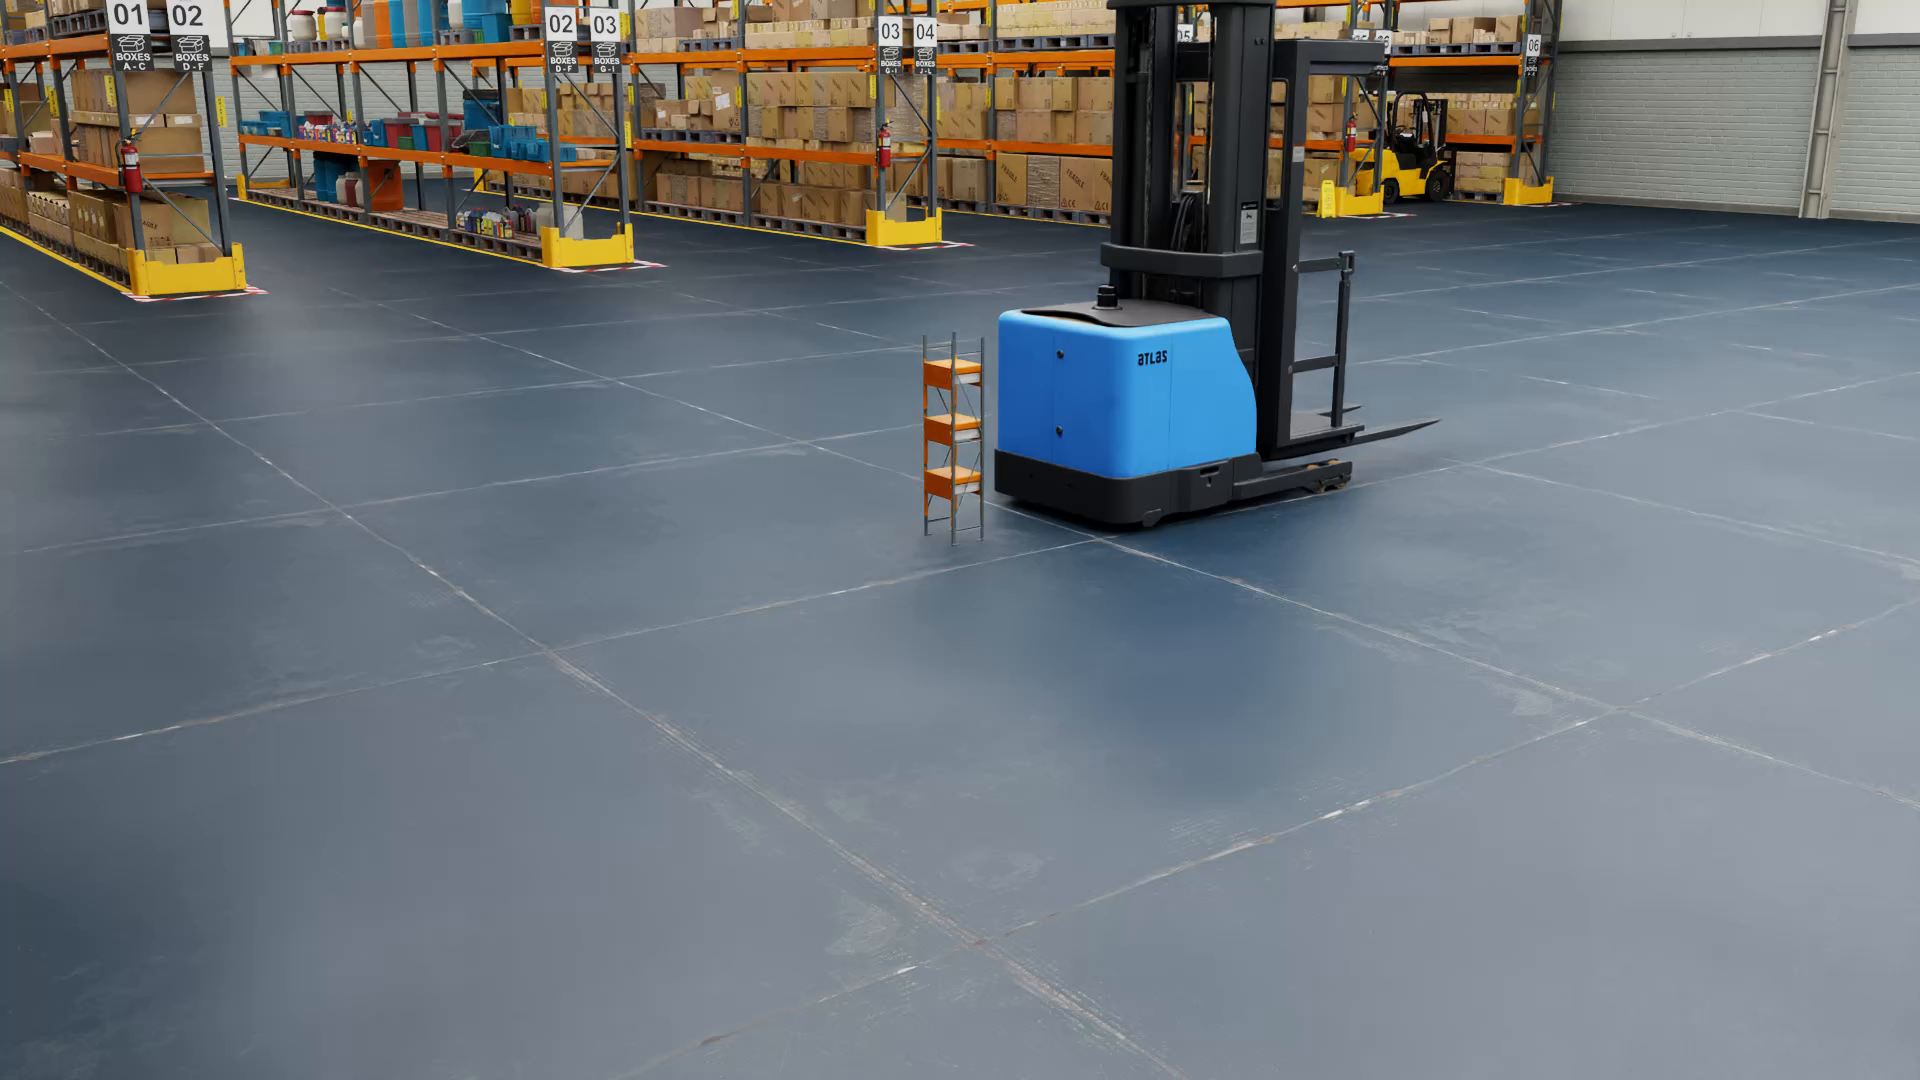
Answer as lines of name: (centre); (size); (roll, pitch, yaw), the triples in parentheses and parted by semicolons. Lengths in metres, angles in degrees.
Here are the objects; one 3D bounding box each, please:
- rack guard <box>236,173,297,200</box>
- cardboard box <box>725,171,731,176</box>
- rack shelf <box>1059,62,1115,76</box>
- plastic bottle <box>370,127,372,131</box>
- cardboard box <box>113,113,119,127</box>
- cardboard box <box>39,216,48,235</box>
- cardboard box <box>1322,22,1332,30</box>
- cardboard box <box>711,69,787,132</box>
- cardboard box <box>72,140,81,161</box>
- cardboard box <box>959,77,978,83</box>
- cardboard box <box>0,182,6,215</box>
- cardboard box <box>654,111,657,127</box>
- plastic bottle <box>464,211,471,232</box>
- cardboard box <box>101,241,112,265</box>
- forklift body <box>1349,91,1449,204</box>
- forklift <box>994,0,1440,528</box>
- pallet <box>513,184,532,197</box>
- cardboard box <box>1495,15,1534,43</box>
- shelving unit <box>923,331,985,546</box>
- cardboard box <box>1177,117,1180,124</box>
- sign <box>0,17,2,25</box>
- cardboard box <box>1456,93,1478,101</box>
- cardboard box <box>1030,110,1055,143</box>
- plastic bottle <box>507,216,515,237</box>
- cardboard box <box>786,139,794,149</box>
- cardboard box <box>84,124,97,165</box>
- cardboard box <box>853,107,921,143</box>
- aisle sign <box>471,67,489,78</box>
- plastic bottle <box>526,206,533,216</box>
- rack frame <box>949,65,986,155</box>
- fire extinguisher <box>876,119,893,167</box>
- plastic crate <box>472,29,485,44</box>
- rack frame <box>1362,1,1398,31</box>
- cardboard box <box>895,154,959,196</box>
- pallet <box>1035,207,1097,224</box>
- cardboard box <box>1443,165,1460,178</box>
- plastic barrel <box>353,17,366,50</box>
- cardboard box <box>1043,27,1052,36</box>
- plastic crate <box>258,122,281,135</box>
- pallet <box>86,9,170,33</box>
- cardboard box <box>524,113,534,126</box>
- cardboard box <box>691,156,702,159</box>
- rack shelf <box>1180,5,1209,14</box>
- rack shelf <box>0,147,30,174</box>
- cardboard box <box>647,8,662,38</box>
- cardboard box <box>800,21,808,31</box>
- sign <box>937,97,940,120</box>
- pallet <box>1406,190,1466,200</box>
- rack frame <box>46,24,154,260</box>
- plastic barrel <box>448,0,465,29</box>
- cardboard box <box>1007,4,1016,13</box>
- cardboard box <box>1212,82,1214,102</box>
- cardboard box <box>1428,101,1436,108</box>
rack guard: (-14.217, -7.276, 34.215); (1.175, 0.500, 0.348); (-11, 19, -35)
cardboard box: (-5.145, -8.334, 37.948); (0.380, 0.149, 0.250); (-11, 19, -35)
rack shelf: (3.710, -9.750, 34.200); (1.077, 0.370, 4.000); (-11, 19, -35)
plastic bottle: (-10.297, -7.150, 29.251); (0.152, 0.276, 0.135); (-11, 19, -35)
cardboard box: (-9.478, -4.818, 19.078); (0.380, 0.149, 0.250); (-11, 19, -35)
cardboard box: (-12.820, -4.504, 23.764); (0.500, 0.250, 0.500); (-11, 19, -36)
cardboard box: (6.679, -9.167, 29.671); (0.380, 0.149, 0.250); (-10, 18, -34)
cardboard box: (-3.484, -7.369, 27.885); (1.000, 1.000, 1.000); (-11, 19, -34)
cardboard box: (-11.471, -5.175, 22.084); (0.500, 0.250, 0.500); (-9, 18, -31)
cardboard box: (0.206, -10.883, 39.345); (0.380, 0.149, 0.250); (-11, 19, -35)
cardboard box: (-15.440, -5.610, 27.293); (0.500, 0.500, 0.500); (-11, 19, -34)
cardboard box: (-5.548, -7.734, 30.961); (0.500, 0.500, 0.500); (-10, 18, -33)
plastic bottle: (-7.092, -4.614, 24.079); (0.152, 0.276, 0.135); (-10, 18, -33)
cardboard box: (-9.947, -3.451, 19.915); (0.500, 0.250, 0.500); (-11, 19, -35)
forklift body: (8.660, -7.853, 33.194); (2.313, 2.155, 1.214); (-11, 19, -35)
forklift: (1.654, -1.775, 9.510); (3.031, 2.935, 1.130); (-12, 19, -38)
pallet: (-8.940, -7.484, 35.520); (1.003, 0.211, 1.213); (-11, 19, -35)
cardboard box: (10.793, -9.943, 32.367); (0.500, 0.500, 0.500); (-10, 18, -33)
shelving unit: (-0.031, -0.518, 8.479); (0.215, 1.050, 0.252); (-11, 19, -35)
cardboard box: (4.360, -8.372, 33.163); (0.380, 0.149, 0.250); (-11, 19, -34)
sign: (-13.938, -7.615, 24.056); (0.100, 0.325, 0.005); (-11, 19, -35)
cardboard box: (10.194, -8.892, 33.400); (0.380, 0.149, 0.250); (-10, 18, -33)
cardboard box: (1.731, -7.182, 28.849); (0.875, 0.550, 0.550); (-11, 19, -35)
plastic bottle: (-6.260, -4.363, 23.148); (0.061, 0.283, 0.133); (-11, 19, -35)
cardboard box: (-2.493, -6.209, 26.054); (0.380, 0.149, 0.250); (-11, 19, -35)
cardboard box: (-10.564, -4.991, 20.942); (0.700, 0.500, 0.500); (-11, 19, -35)
cardboard box: (-1.080, -6.145, 24.592); (0.875, 0.500, 0.500); (-11, 19, -35)
aisle sign: (-10.471, -10.471, 36.225); (0.394, 0.787, 0.004); (-11, 19, -35)
plastic bottle: (-6.222, -4.648, 24.062); (0.144, 0.351, 0.185); (-11, 19, -35)
rack frame: (0.182, -9.932, 39.182); (1.000, 3.000, 0.127); (-11, 19, -35)
fire extinguisher: (-1.084, -5.698, 23.859); (0.296, 0.674, 0.183); (-11, 19, -35)
plastic crate: (-6.429, -6.882, 22.758); (0.336, 0.188, 0.450); (-11, 19, -35)
rack frame: (8.898, -11.888, 34.966); (1.000, 3.000, 0.127); (-11, 19, -35)
cardboard box: (-0.609, -7.075, 32.210); (1.050, 0.750, 0.750); (-11, 19, -34)
pallet: (2.046, -5.653, 28.832); (1.003, 0.211, 1.213); (-11, 19, -35)
cardboard box: (10.104, -7.529, 33.870); (0.500, 0.250, 0.500); (-11, 19, -36)
plastic barrel: (-9.554, -8.158, 26.805); (0.421, 0.512, 0.421); (0, 15, 0)
cardboard box: (1.630, -8.608, 28.153); (0.380, 0.149, 0.250); (-11, 19, -34)
plastic crate: (-13.363, -7.978, 32.247); (0.416, 0.233, 0.300); (-11, 19, -35)
pallet: (-9.189, -5.854, 18.766); (1.003, 0.211, 1.213); (-11, 19, -35)
cardboard box: (-8.612, -8.628, 34.140); (0.500, 0.250, 0.500); (-10, 18, -33)
cardboard box: (-6.082, -8.946, 39.057); (0.380, 0.149, 0.250); (-12, 19, -37)
rack shelf: (5.370, -12.630, 39.795); (1.077, 0.370, 4.000); (-11, 19, -35)
rack shelf: (-14.674, -6.083, 26.481); (1.077, 0.370, 4.000); (-11, 19, -35)
cardboard box: (-5.119, -9.027, 29.055); (0.500, 0.500, 0.500); (-11, 19, -34)
cardboard box: (-2.213, -7.813, 25.286); (0.380, 0.149, 0.250); (-10, 18, -33)
sign: (-0.340, -6.333, 24.393); (0.100, 0.325, 0.005); (-11, 19, -35)
pallet: (10.053, -7.213, 34.530); (1.003, 0.211, 1.213); (-11, 19, -35)
rack frame: (-11.146, -5.149, 21.705); (1.000, 3.000, 0.127); (-11, 19, -35)
plastic barrel: (-7.043, -7.497, 23.598); (0.421, 0.512, 0.421); (0, 15, 0)
cardboard box: (1.031, -9.210, 28.842); (0.380, 0.149, 0.250); (-11, 19, -35)
cardboard box: (5.251, -8.658, 31.879); (0.700, 0.500, 0.500); (-11, 19, -34)
cardboard box: (9.766, -8.914, 34.044); (0.380, 0.149, 0.250); (-11, 19, -36)
